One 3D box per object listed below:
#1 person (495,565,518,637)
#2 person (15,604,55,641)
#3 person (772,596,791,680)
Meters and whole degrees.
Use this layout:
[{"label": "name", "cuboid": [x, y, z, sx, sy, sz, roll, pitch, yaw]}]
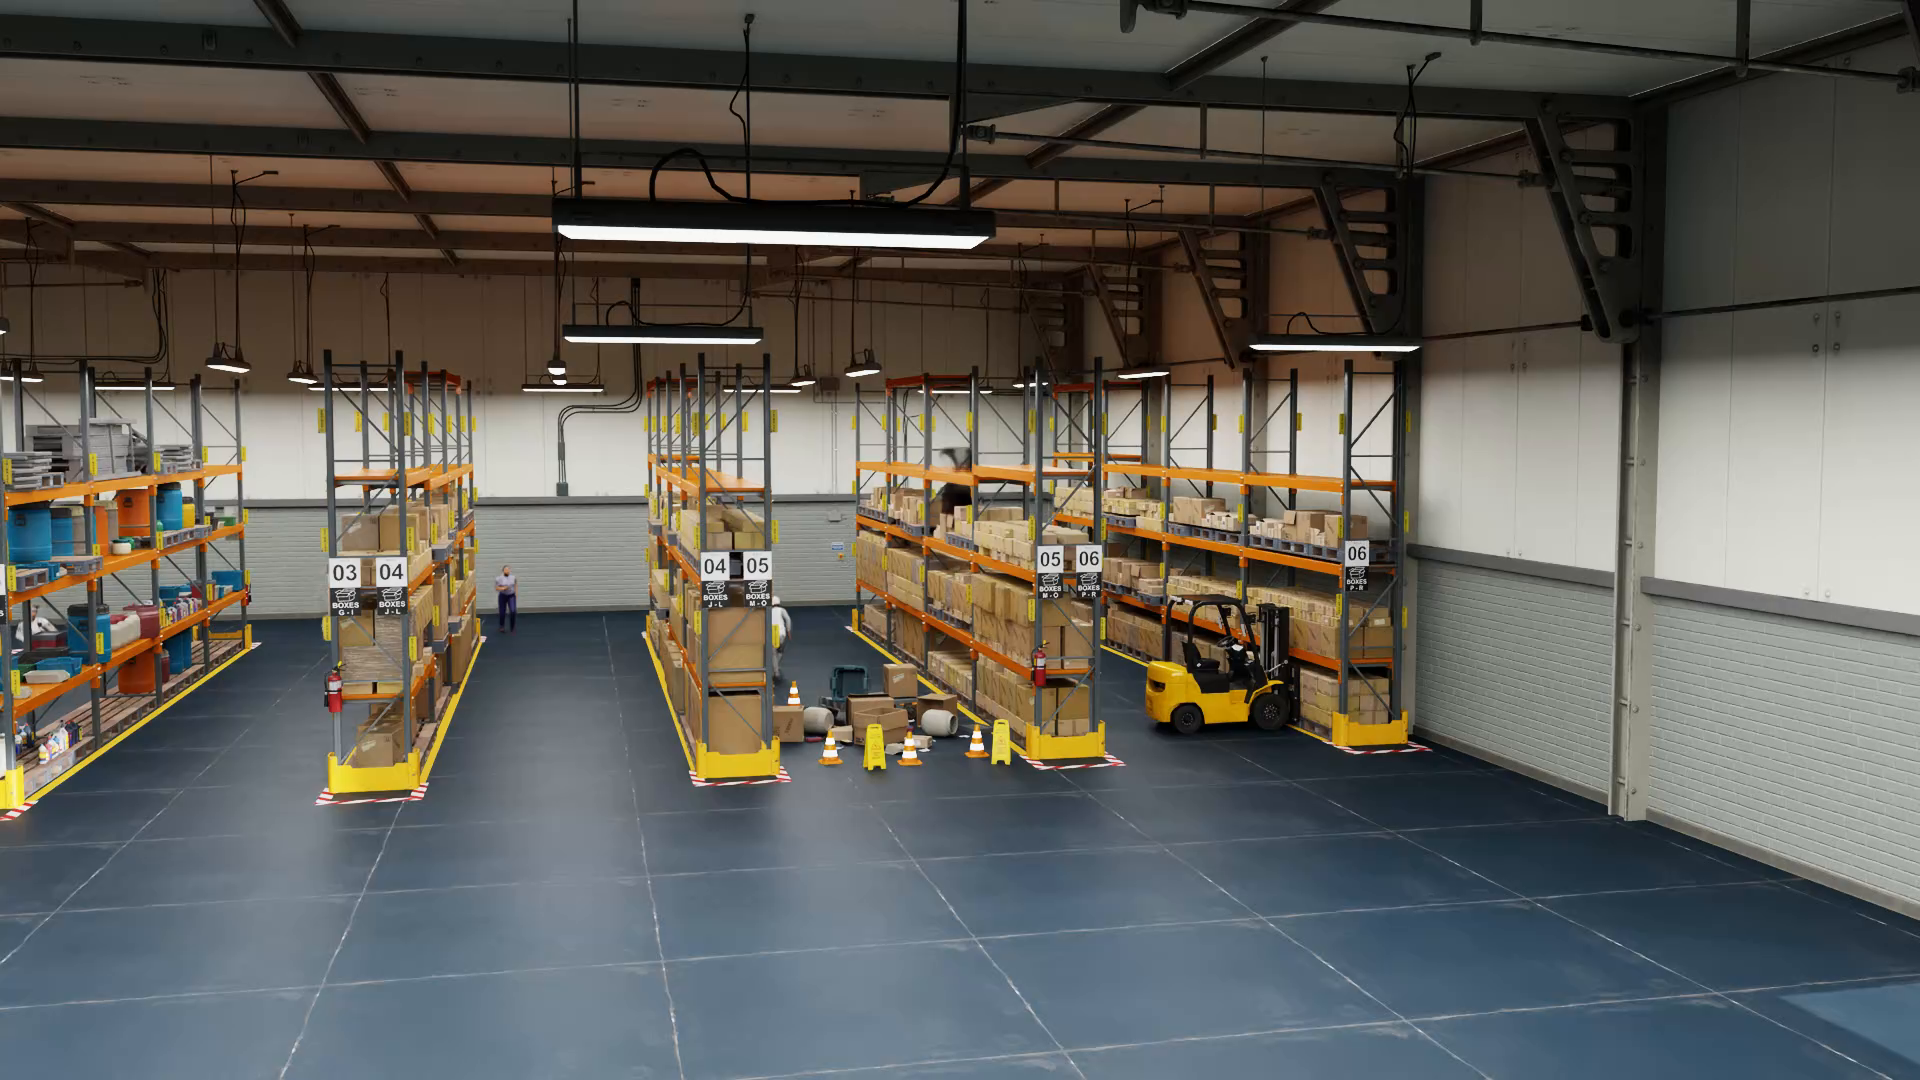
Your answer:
[{"label": "person", "cuboid": [-10.763, 1.444, 39.456, 0.566, 1.694, 0.842, -2, 4, -24]}, {"label": "person", "cuboid": [-17.043, 2.035, 30.630, 0.548, 1.733, 0.812, -1, 4, -9]}, {"label": "person", "cuboid": [-3.644, 1.944, 32.611, 0.644, 1.607, 1.111, 0, 4, -4]}]
